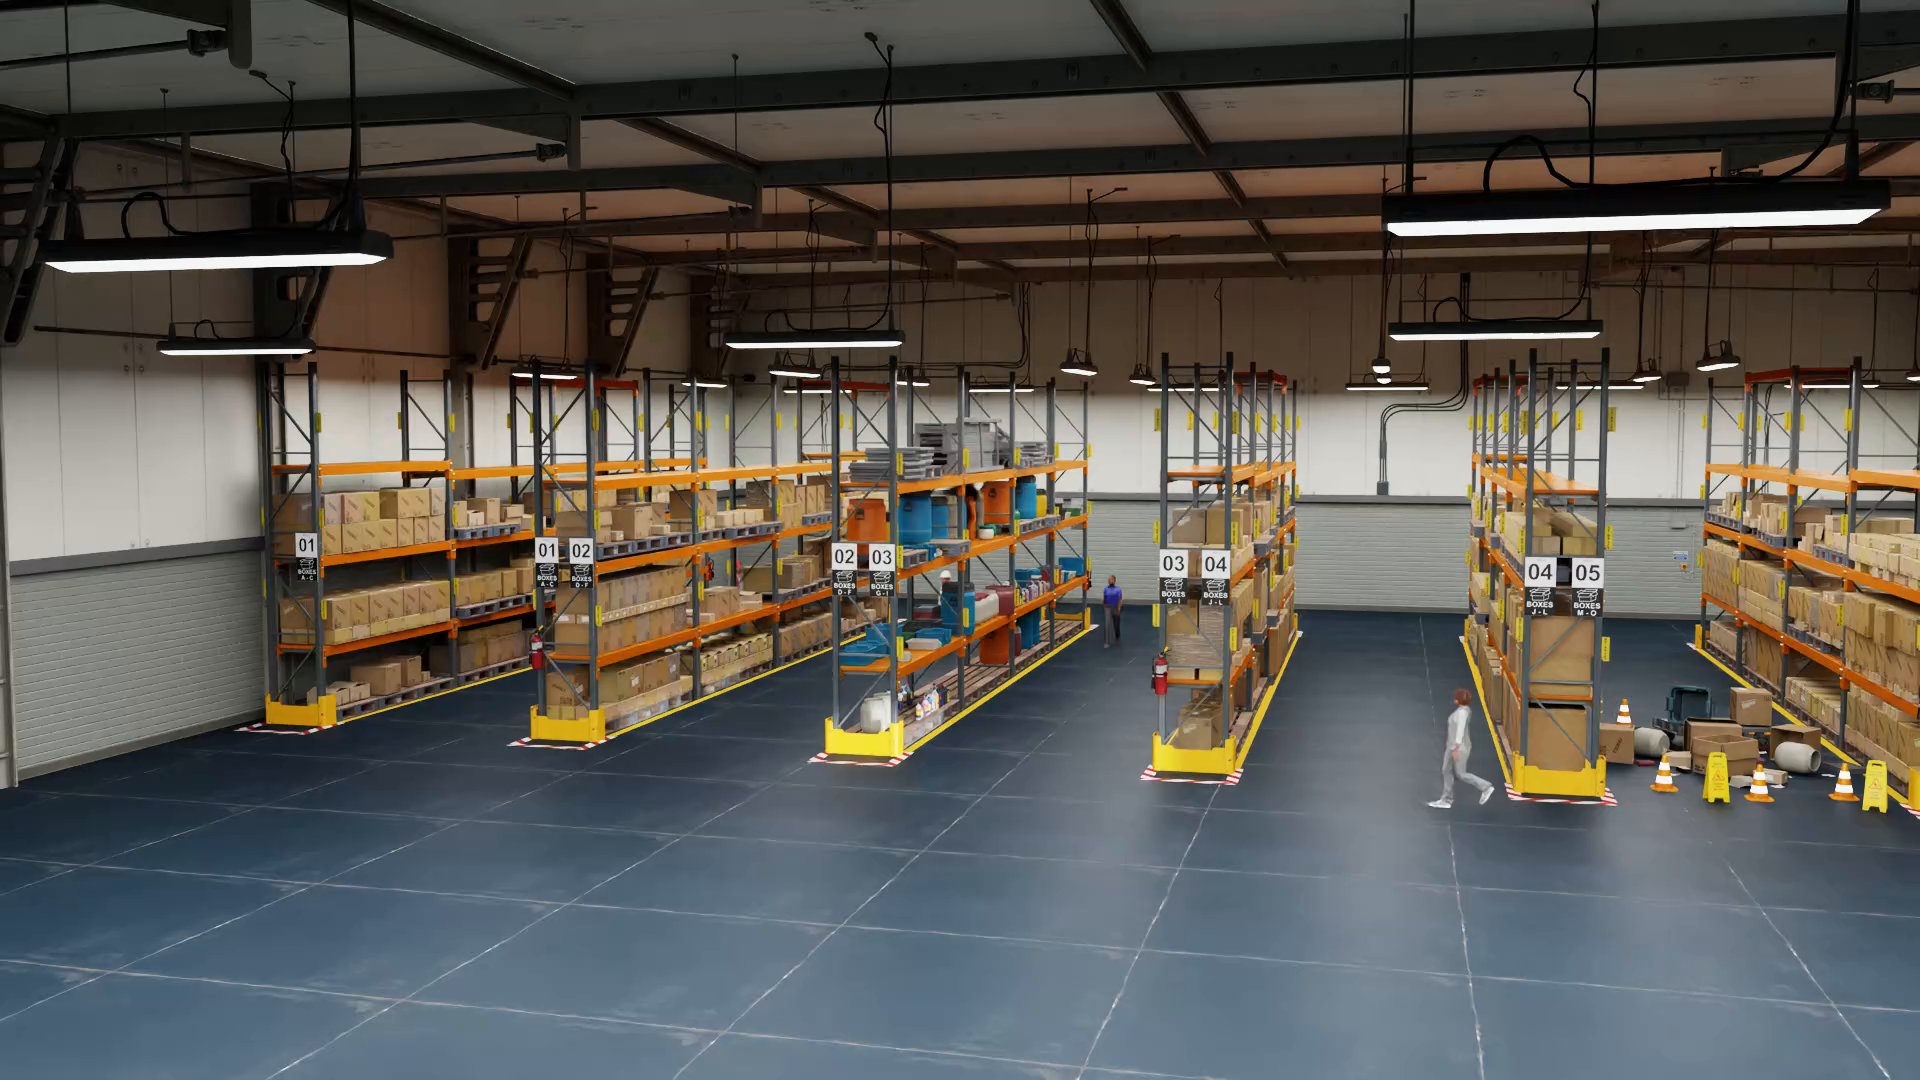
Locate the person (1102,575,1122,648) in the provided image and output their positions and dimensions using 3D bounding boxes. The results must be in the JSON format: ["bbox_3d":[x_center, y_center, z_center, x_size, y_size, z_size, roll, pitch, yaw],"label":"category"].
[{"bbox_3d":[3.398,1.579,37.174,0.453,1.603,0.951,1,4,8],"label":"person"}]

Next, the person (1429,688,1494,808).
[{"bbox_3d":[6.505,2.697,21.512,0.760,1.576,0.406,0,4,-6],"label":"person"}]

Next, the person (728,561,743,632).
[{"bbox_3d":[-5.090,1.378,38.764,0.558,1.789,0.560,2,4,26],"label":"person"}]

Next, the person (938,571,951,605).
[{"bbox_3d":[-0.322,1.554,36.273,0.420,1.782,0.548,-1,4,-17],"label":"person"}]
